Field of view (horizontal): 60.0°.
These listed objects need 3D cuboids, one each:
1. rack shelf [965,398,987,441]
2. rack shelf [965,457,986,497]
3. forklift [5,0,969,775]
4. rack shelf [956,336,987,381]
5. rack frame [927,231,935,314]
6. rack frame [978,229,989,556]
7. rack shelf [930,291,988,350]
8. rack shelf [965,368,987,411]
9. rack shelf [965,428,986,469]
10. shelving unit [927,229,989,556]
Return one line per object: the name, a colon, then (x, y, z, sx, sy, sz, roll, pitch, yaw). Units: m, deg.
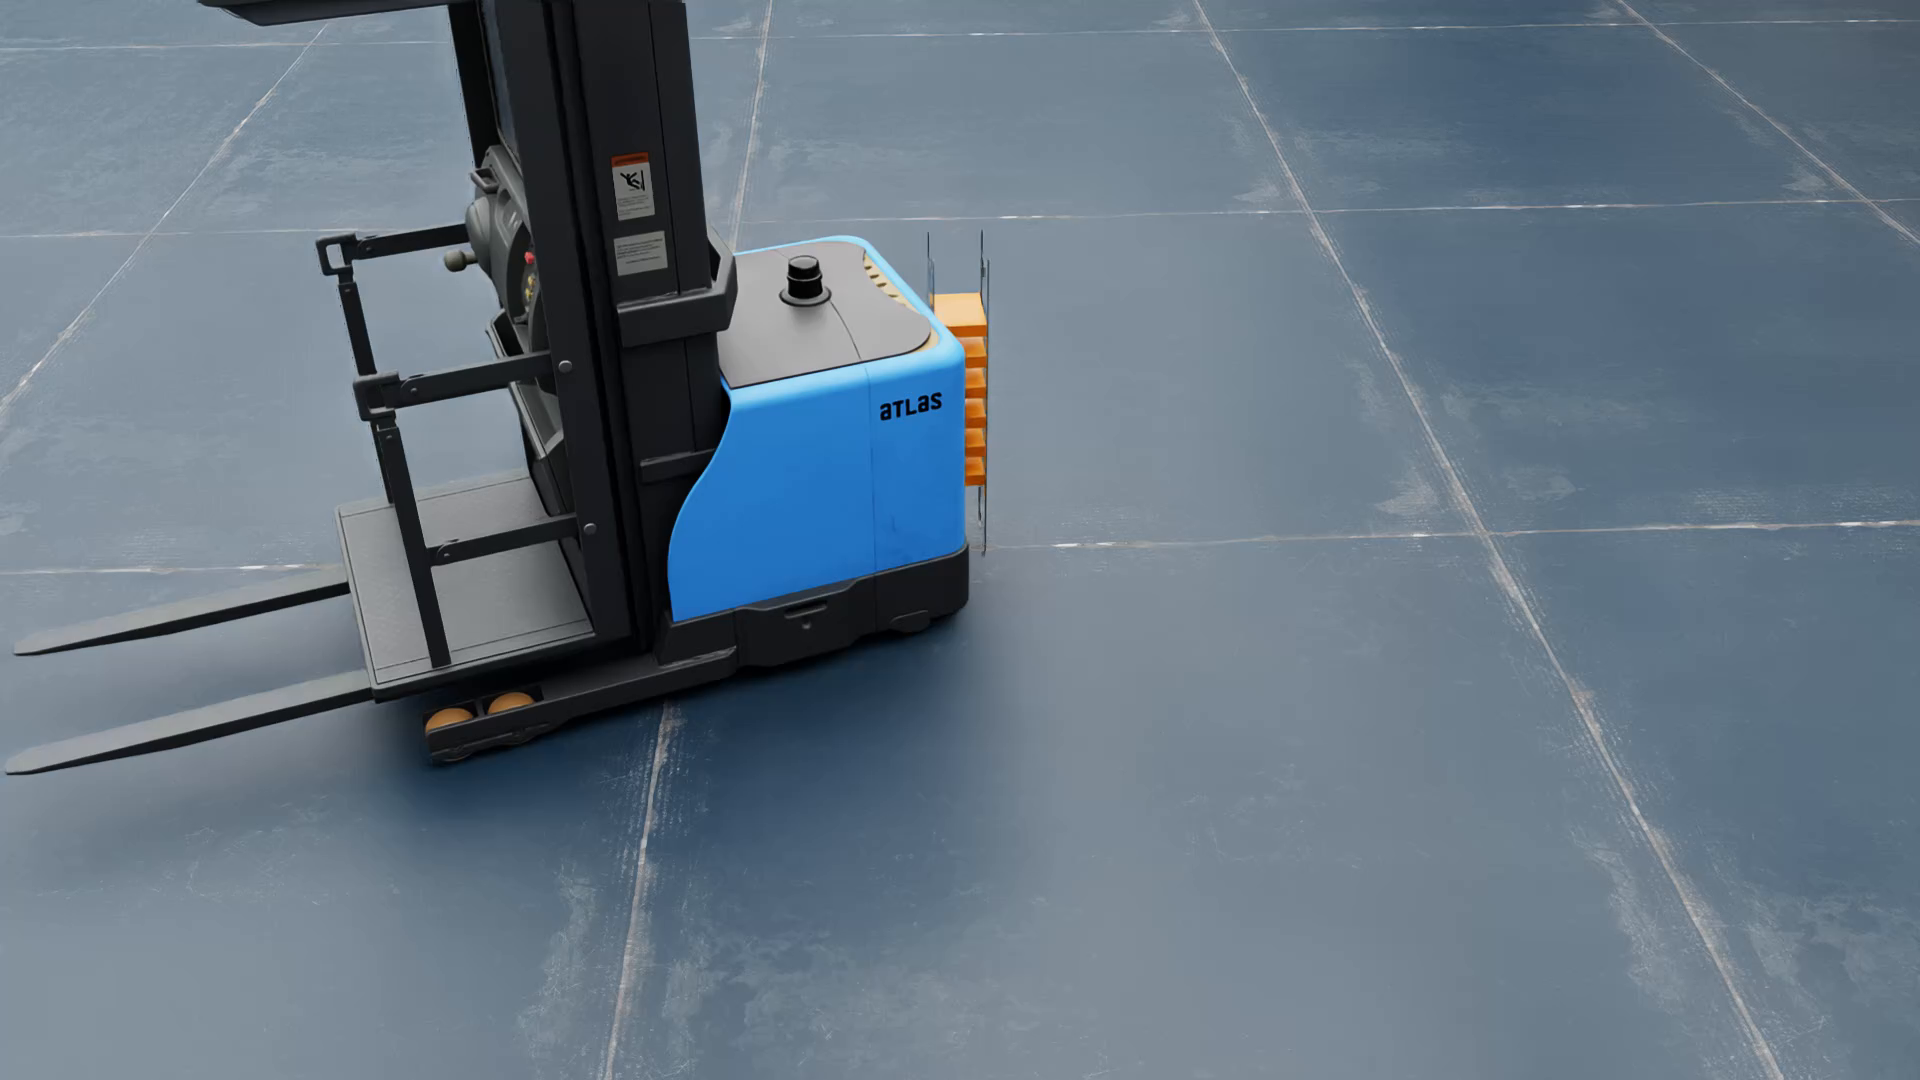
rack shelf: (-0.008, -0.459, 5.937, 0.180, 0.103, 0.258, -3, 35, -4)
rack shelf: (-0.008, -0.262, 6.073, 0.180, 0.103, 0.258, -3, 35, -4)
forklift: (-1.534, -0.851, 4.904, 3.031, 2.935, 1.130, -14, 37, -19)
rack shelf: (-0.008, -0.656, 5.800, 0.180, 0.103, 0.258, -3, 35, -4)
rack frame: (-0.099, -0.491, 5.905, 0.006, 1.200, 0.240, -3, 35, -4)
rack frame: (0.083, -0.500, 5.918, 0.006, 1.200, 0.240, -3, 35, -4)
rack shelf: (-0.008, -0.755, 5.731, 0.180, 0.103, 0.258, -3, 35, -4)
rack shelf: (-0.008, -0.558, 5.868, 0.180, 0.103, 0.258, -3, 35, -4)
rack shelf: (-0.008, -0.360, 6.005, 0.180, 0.103, 0.258, -3, 35, -4)
shelving unit: (-0.008, -0.495, 5.911, 0.189, 1.200, 0.258, -3, 35, -4)
